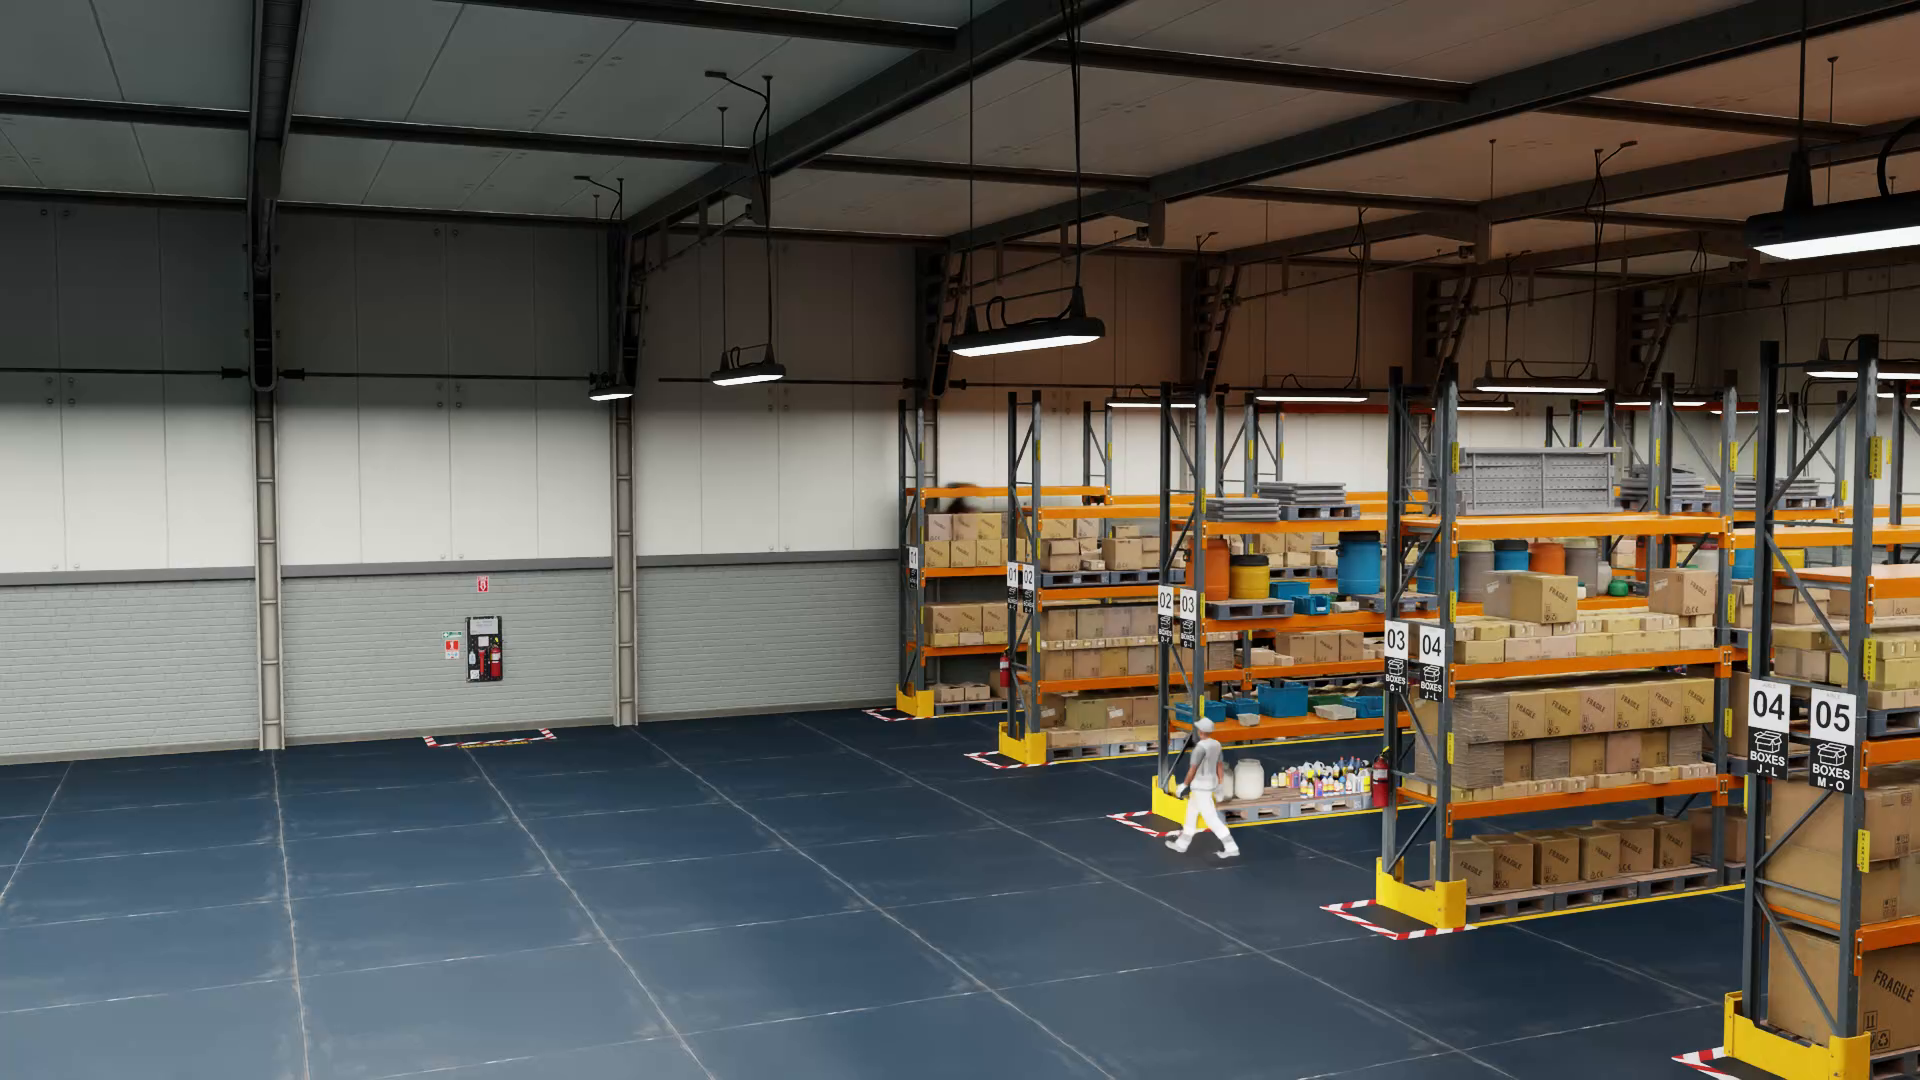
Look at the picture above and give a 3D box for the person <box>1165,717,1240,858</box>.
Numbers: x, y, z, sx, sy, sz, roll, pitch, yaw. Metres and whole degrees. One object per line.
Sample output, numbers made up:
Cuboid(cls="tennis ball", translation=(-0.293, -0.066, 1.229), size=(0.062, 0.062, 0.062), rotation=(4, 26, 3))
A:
Cuboid(cls="person", translation=(2.996, 3.074, 20.647), size=(1.051, 1.755, 0.519), rotation=(2, 4, 28))
